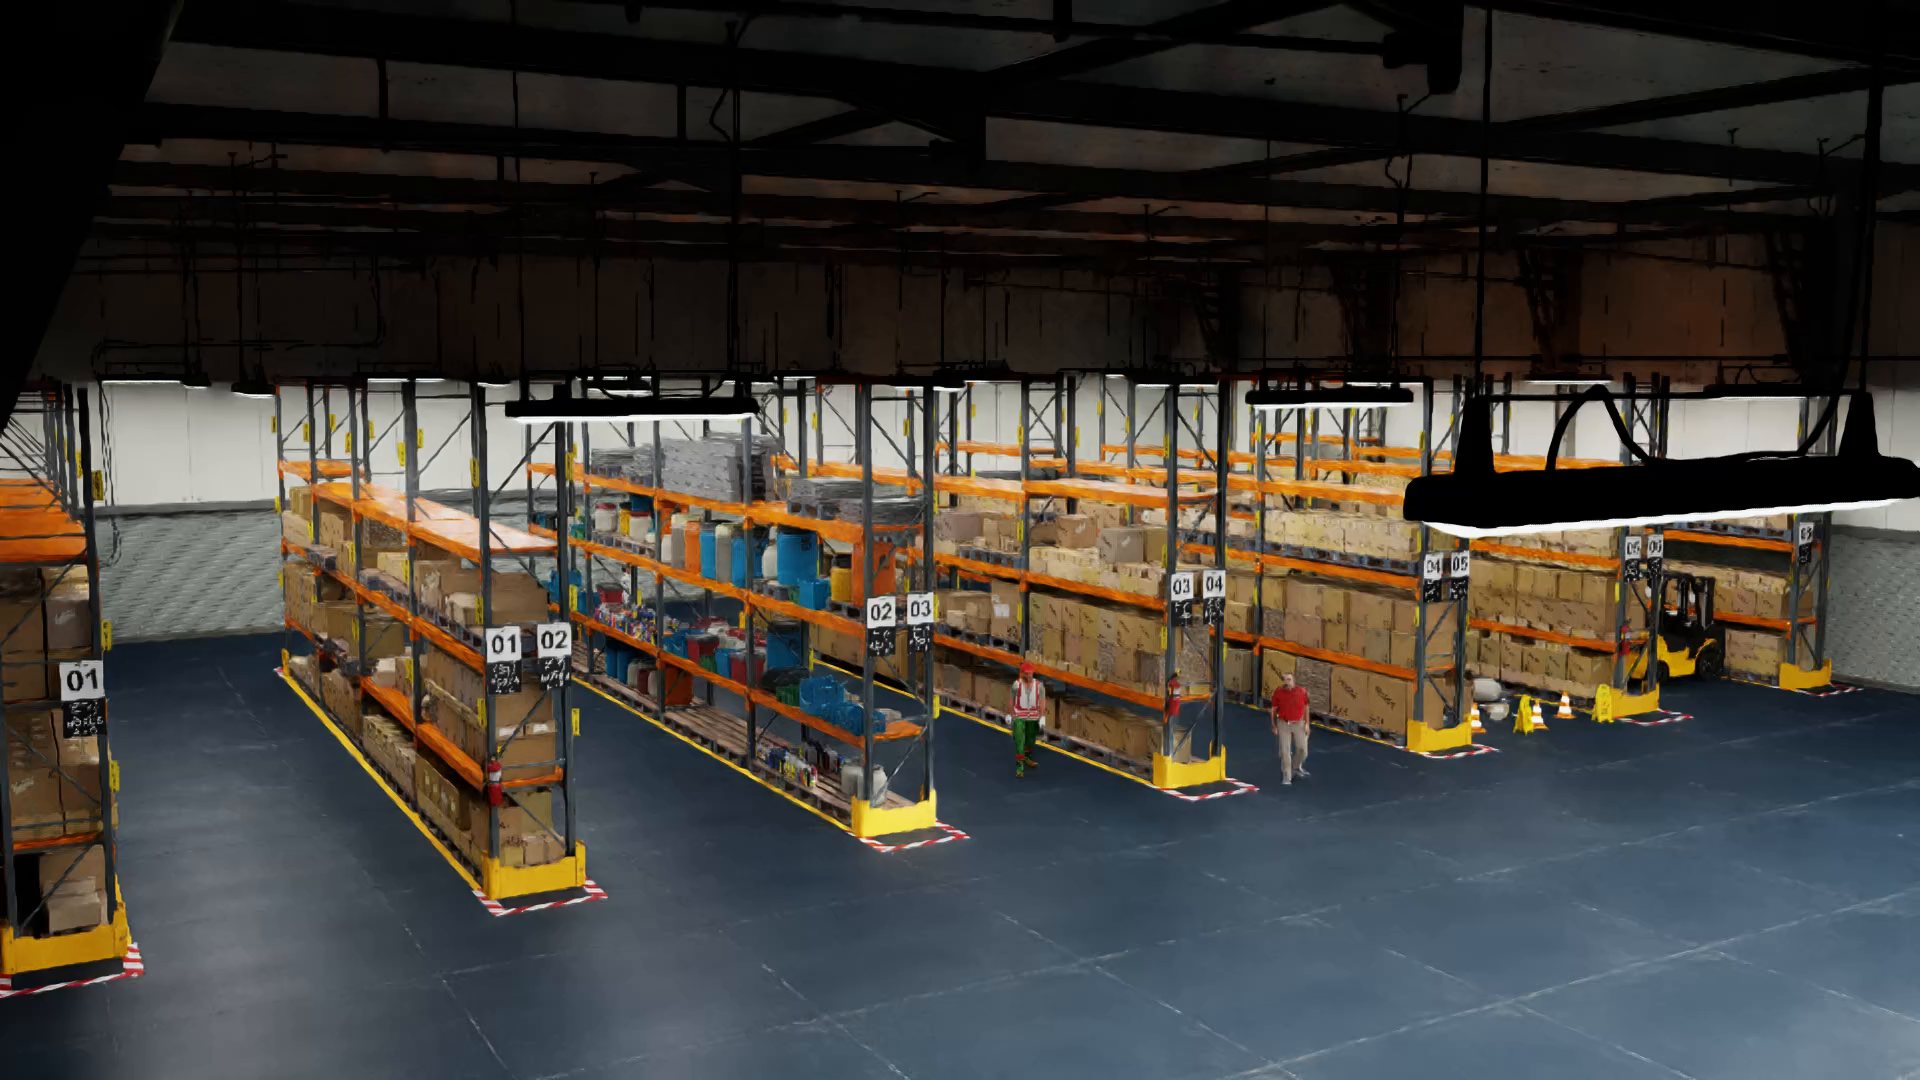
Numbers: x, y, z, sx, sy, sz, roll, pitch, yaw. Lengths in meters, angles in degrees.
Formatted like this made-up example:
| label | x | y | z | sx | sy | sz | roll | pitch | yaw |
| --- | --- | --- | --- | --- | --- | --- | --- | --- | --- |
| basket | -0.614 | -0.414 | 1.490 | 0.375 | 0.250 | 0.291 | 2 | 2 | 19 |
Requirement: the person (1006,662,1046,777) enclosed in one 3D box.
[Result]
| label | x | y | z | sx | sy | sz | roll | pitch | yaw |
| --- | --- | --- | --- | --- | --- | --- | --- | --- | --- |
| person | 1.014 | 2.707 | 25.357 | 0.590 | 1.747 | 0.984 | -1 | 6 | -8 |

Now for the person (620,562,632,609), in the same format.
| label | x | y | z | sx | sy | sz | roll | pitch | yaw |
| --- | --- | --- | --- | --- | --- | --- | --- | --- | --- |
| person | -7.629 | 1.316 | 38.167 | 0.550 | 1.672 | 0.685 | 1 | 6 | 6 |

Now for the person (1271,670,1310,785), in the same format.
| label | x | y | z | sx | sy | sz | roll | pitch | yaw |
| --- | --- | --- | --- | --- | --- | --- | --- | --- | --- |
| person | 4.949 | 2.812 | 24.859 | 0.600 | 1.618 | 0.560 | 1 | 6 | 6 |
